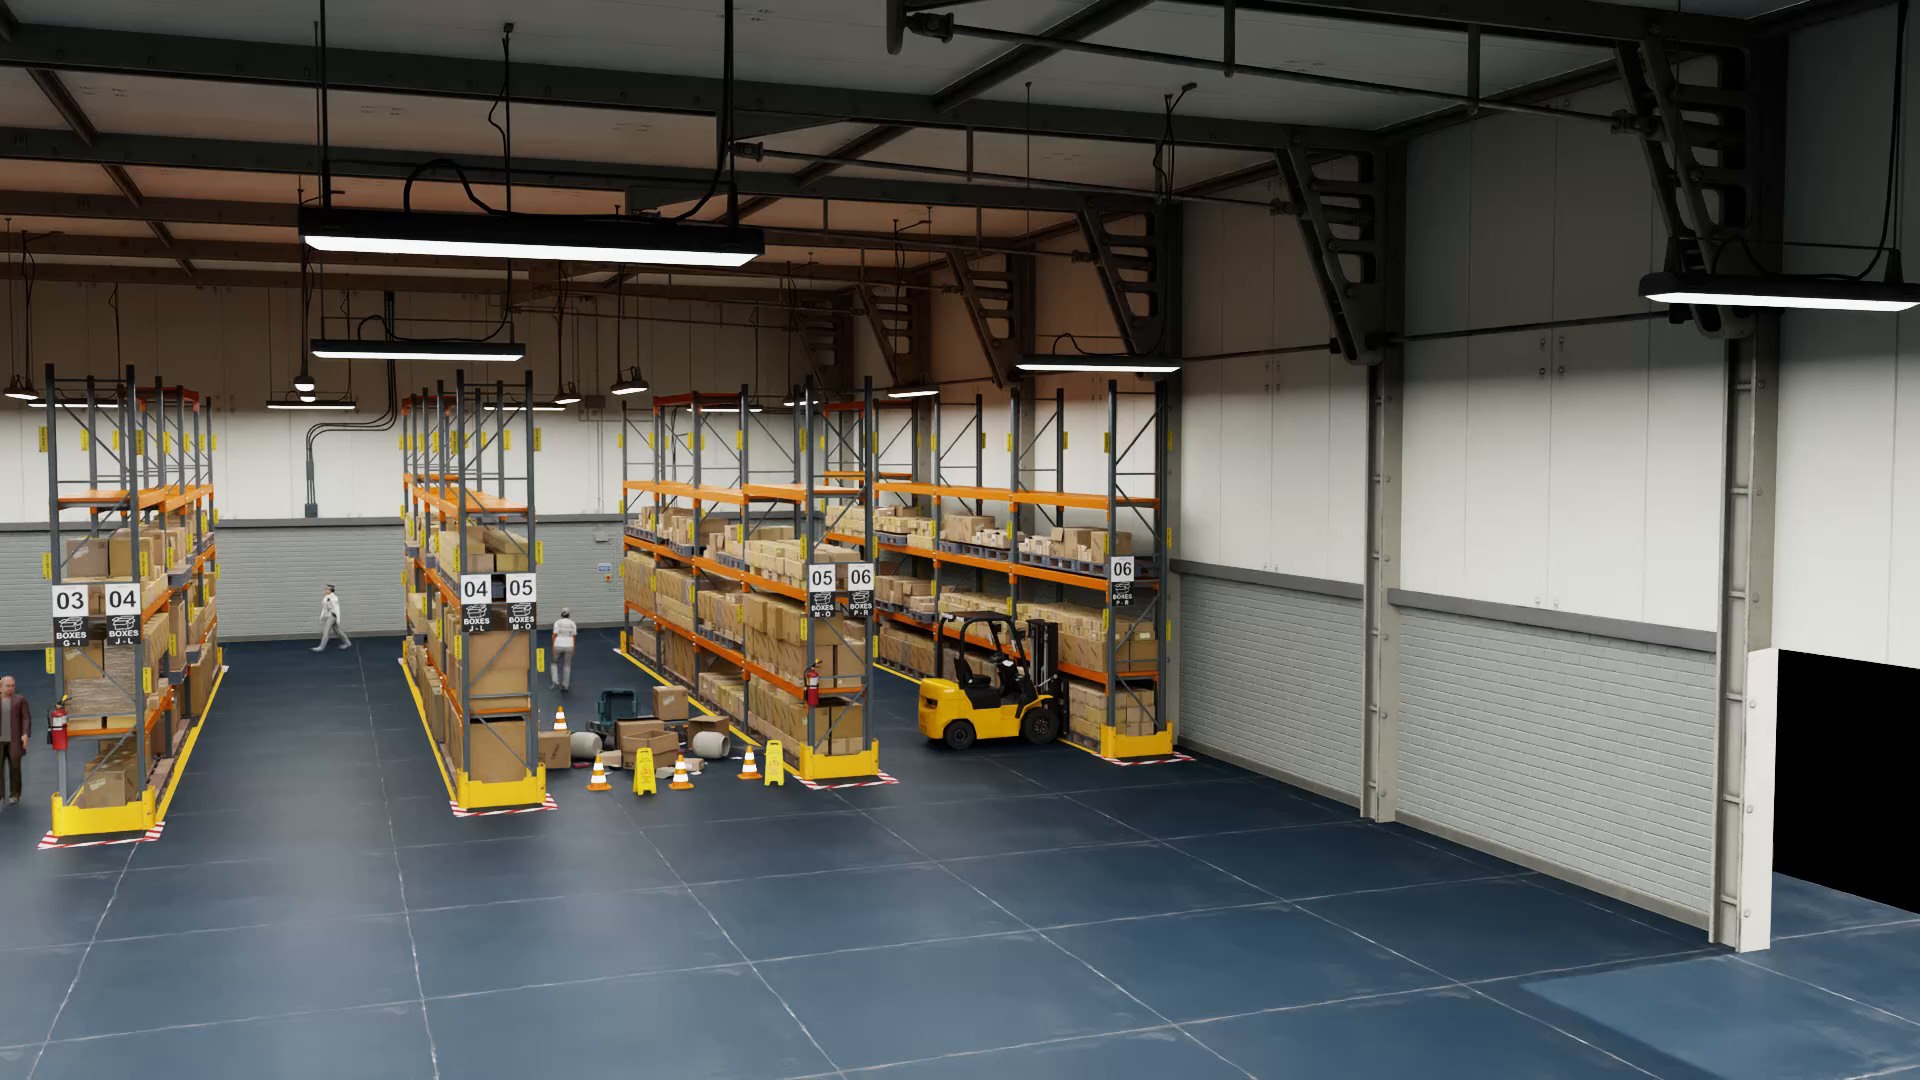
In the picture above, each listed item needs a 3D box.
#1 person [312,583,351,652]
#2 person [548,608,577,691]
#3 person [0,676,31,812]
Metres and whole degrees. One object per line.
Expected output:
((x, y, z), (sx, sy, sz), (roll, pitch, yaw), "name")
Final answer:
((-15.099, 1.852, 39.918), (0.993, 1.635, 0.515), (-3, 5, -44), "person")
((-8.040, 2.205, 33.608), (0.585, 1.673, 0.414), (-1, 4, -22), "person")
((-13.120, 2.893, 22.880), (0.614, 1.597, 0.800), (-2, 4, -31), "person")
